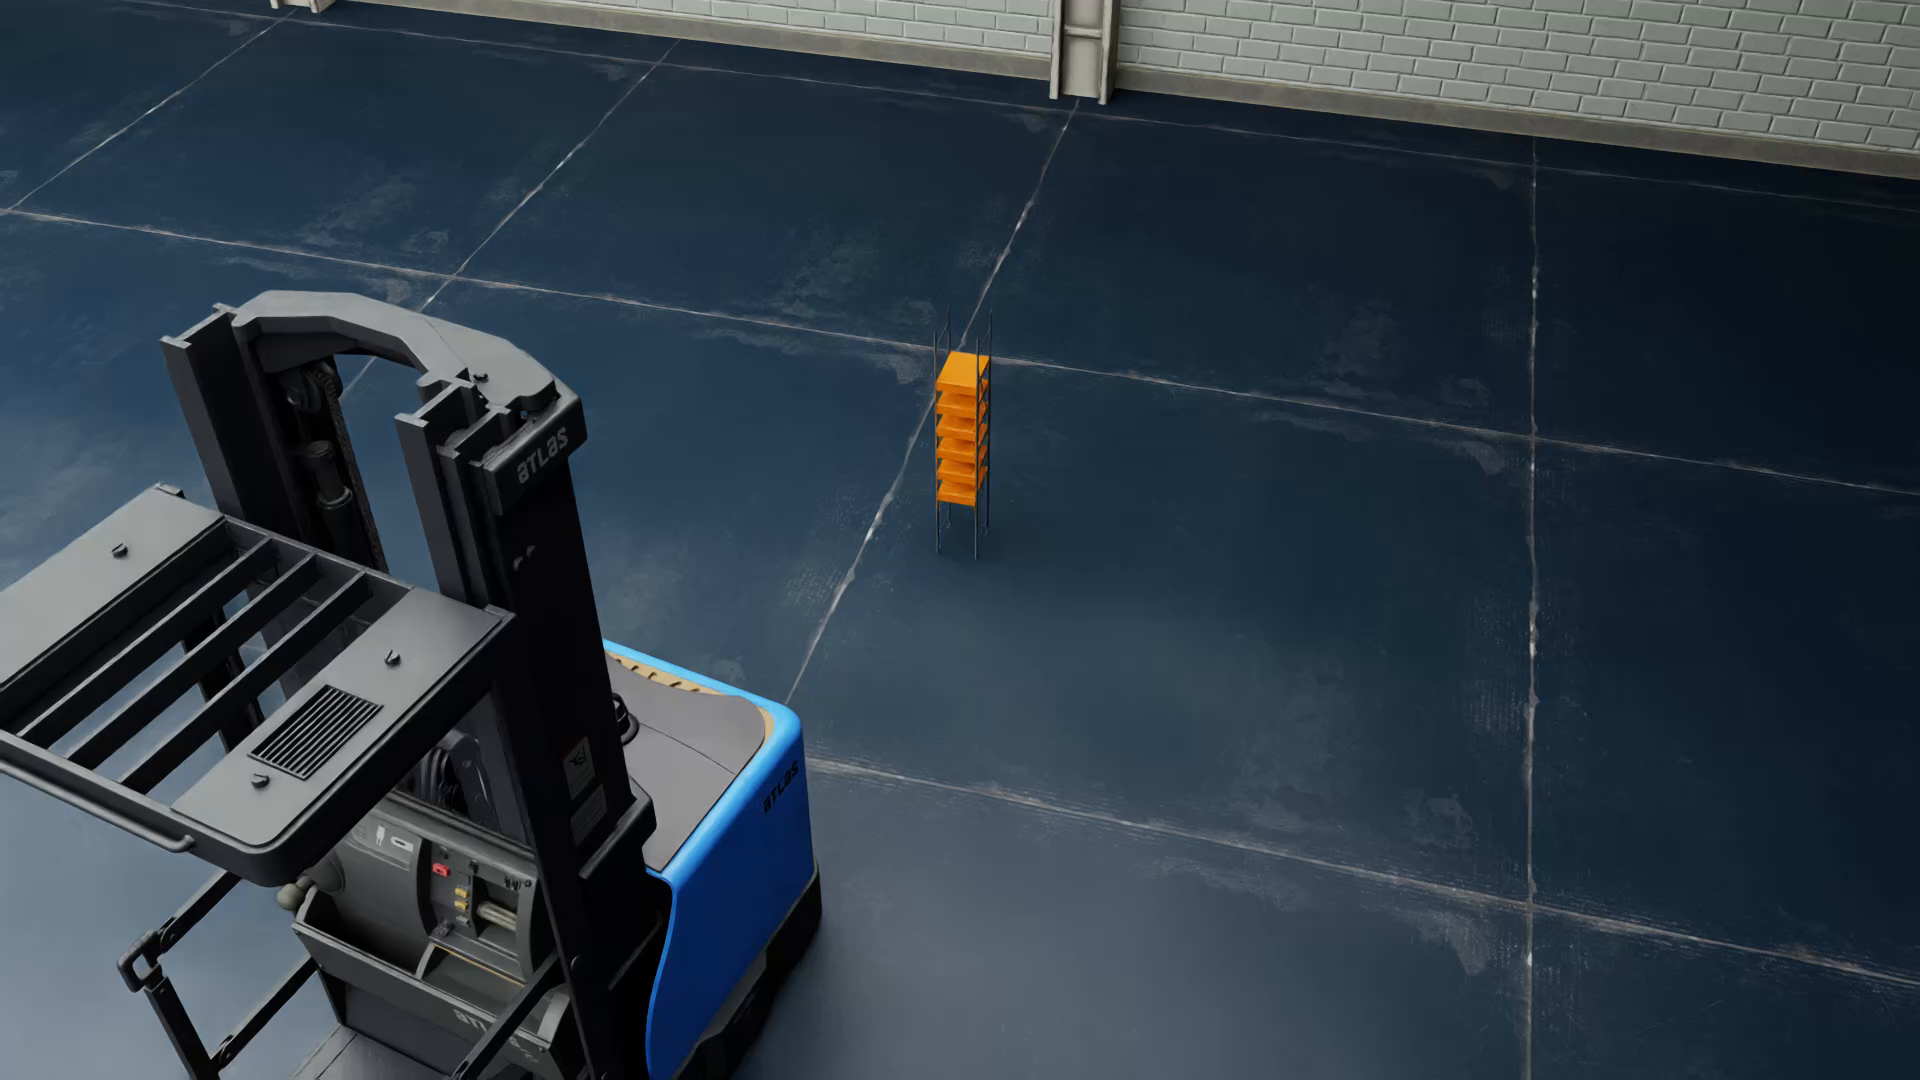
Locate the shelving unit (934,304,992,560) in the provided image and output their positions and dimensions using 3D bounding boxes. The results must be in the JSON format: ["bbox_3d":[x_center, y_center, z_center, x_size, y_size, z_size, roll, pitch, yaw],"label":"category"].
[{"bbox_3d":[0.014,-0.457,7.361,0.189,1.200,0.258,10,41,11],"label":"shelving unit"}]

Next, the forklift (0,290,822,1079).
[{"bbox_3d":[-1.604,0.972,4.313,1.130,2.935,3.031,18,43,20],"label":"forklift"}]

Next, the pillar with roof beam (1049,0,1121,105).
[{"bbox_3d":[-0.273,-3.845,5.331,0.400,9.000,9.100,10,41,11],"label":"pillar with roof beam"}]

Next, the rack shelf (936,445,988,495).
[{"bbox_3d":[0.014,-0.331,7.467,0.180,0.103,0.258,10,41,11],"label":"rack shelf"}]

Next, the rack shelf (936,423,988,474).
[{"bbox_3d":[0.014,-0.423,7.390,0.180,0.103,0.258,10,41,11],"label":"rack shelf"}]

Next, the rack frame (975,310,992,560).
[{"bbox_3d":[0.102,-0.442,7.343,0.006,1.200,0.240,10,41,11],"label":"rack frame"}]

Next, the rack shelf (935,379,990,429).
[{"bbox_3d":[0.014,-0.607,7.235,0.180,0.103,0.258,10,41,11],"label":"rack shelf"}]

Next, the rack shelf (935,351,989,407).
[{"bbox_3d":[0.014,-0.699,7.158,0.180,0.103,0.258,10,41,11],"label":"rack shelf"}]

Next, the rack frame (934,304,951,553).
[{"bbox_3d":[-0.074,-0.472,7.379,0.006,1.200,0.240,10,41,11],"label":"rack frame"}]

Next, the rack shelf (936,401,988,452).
[{"bbox_3d":[0.014,-0.515,7.313,0.180,0.103,0.258,10,41,11],"label":"rack shelf"}]

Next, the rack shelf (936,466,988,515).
[{"bbox_3d":[0.014,-0.239,7.544,0.180,0.103,0.258,10,41,11],"label":"rack shelf"}]
